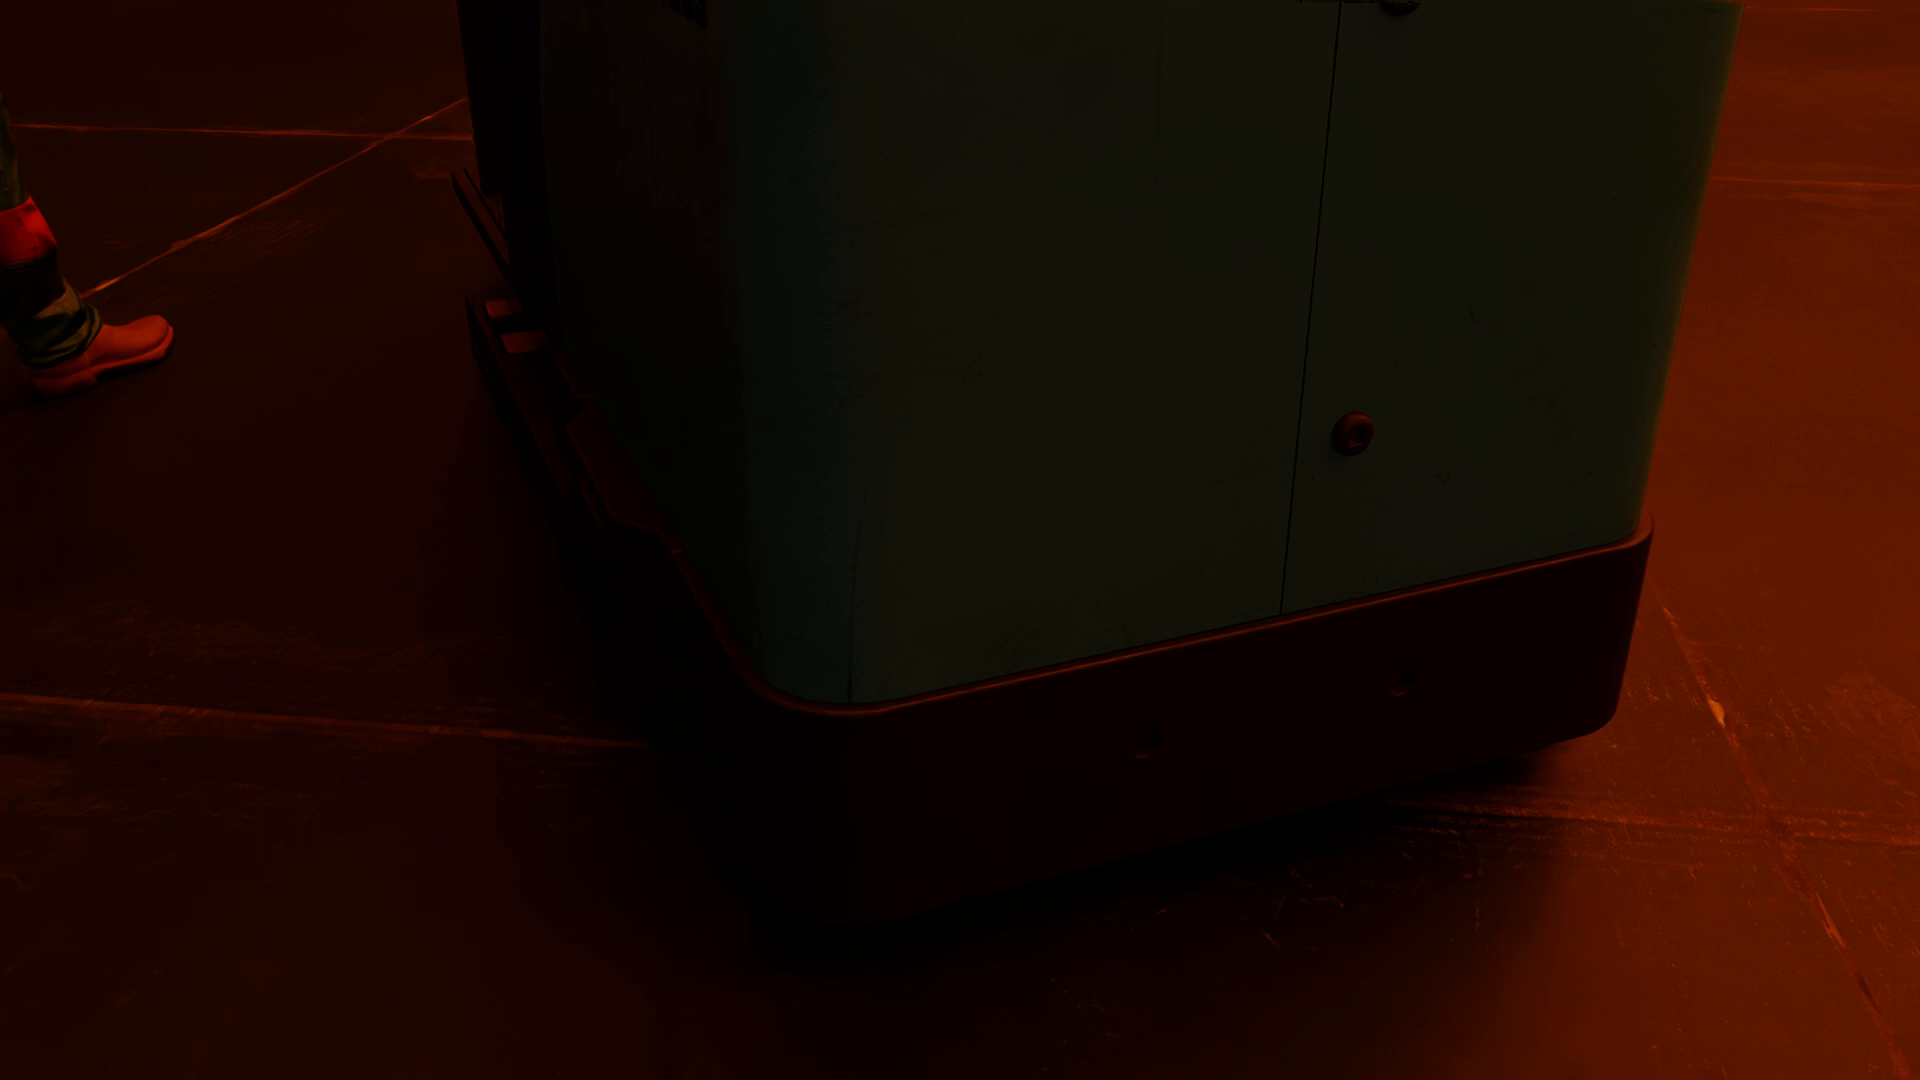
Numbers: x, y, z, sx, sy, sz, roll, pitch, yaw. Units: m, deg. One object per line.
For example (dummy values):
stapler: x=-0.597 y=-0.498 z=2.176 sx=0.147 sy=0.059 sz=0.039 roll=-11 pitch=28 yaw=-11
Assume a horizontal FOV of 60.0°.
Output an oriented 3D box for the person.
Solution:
person: x=-1.845 y=-1.092 z=2.682 sx=0.660 sy=1.795 sz=0.521 roll=4 pitch=27 yaw=9

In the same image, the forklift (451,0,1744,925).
forklift: x=-0.260 y=-1.576 z=2.376 sx=1.130 sy=2.935 sz=3.031 roll=-11 pitch=28 yaw=-20
